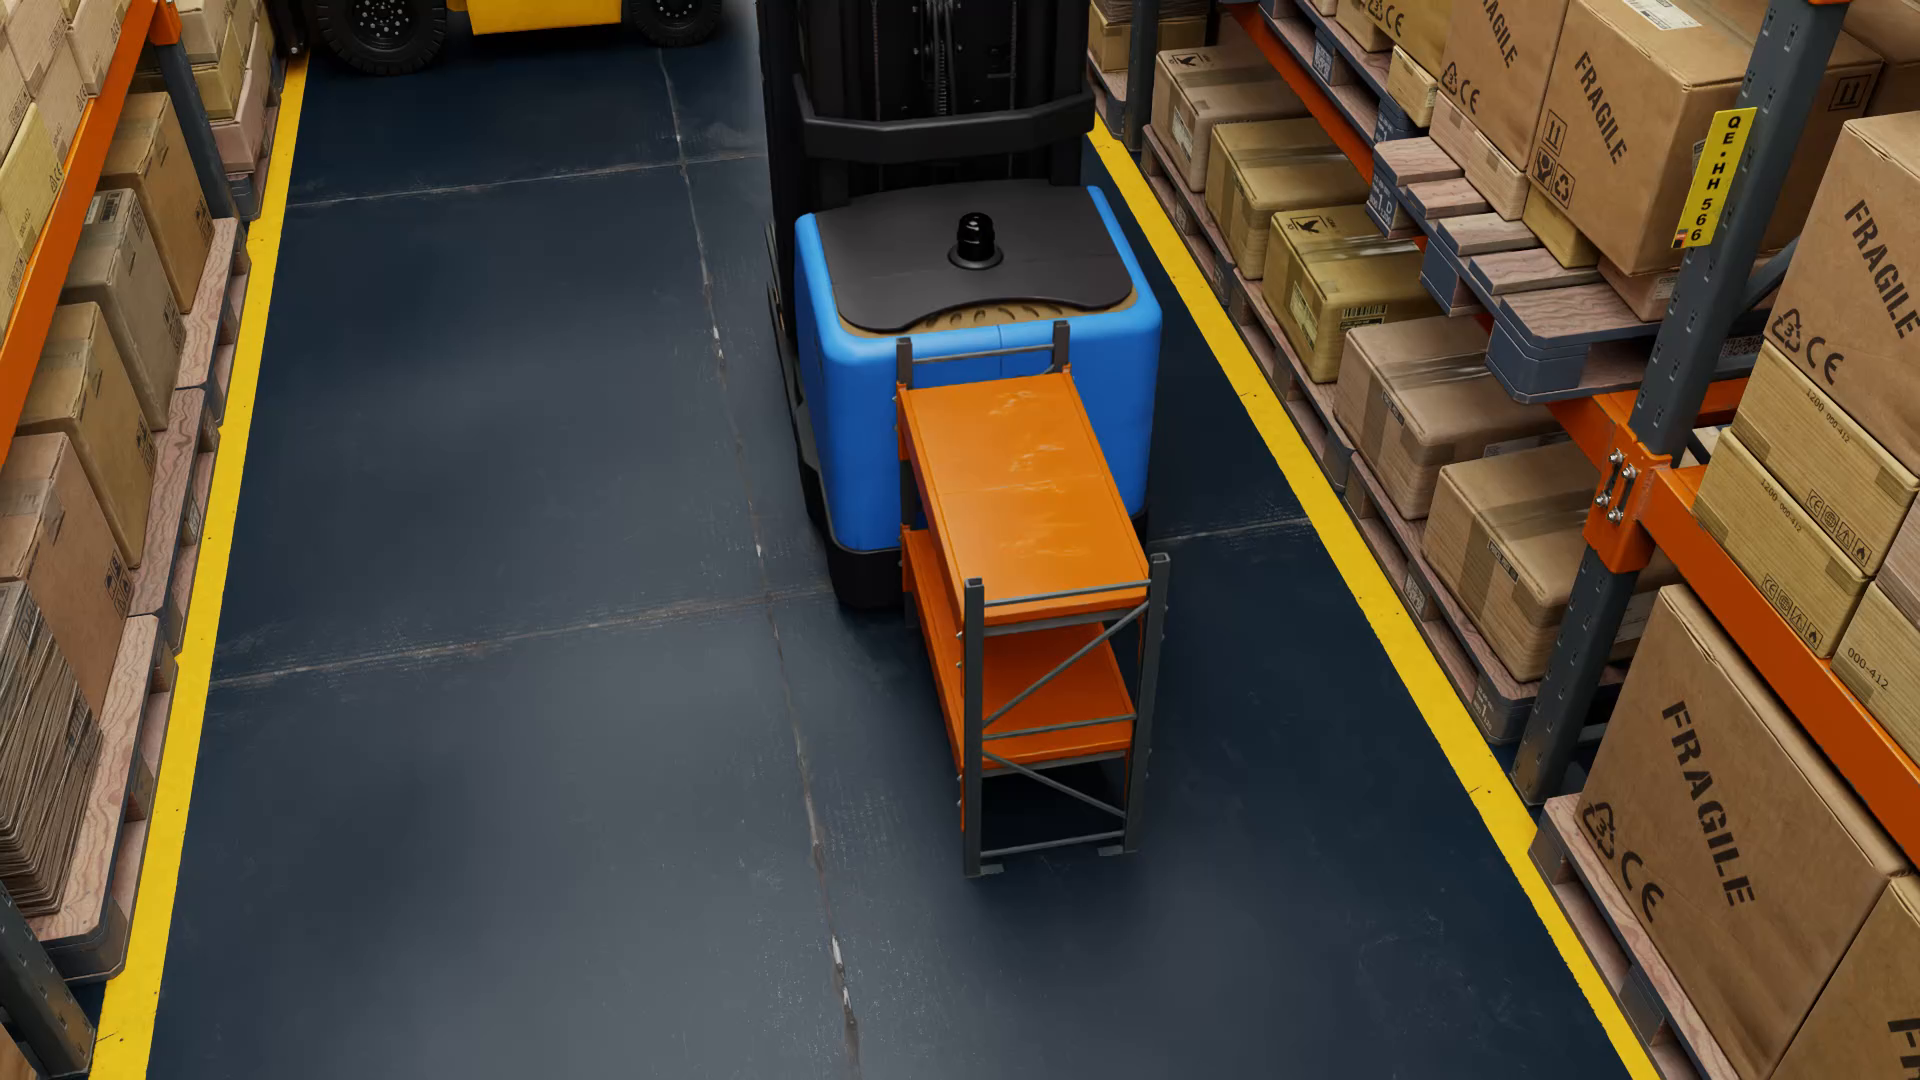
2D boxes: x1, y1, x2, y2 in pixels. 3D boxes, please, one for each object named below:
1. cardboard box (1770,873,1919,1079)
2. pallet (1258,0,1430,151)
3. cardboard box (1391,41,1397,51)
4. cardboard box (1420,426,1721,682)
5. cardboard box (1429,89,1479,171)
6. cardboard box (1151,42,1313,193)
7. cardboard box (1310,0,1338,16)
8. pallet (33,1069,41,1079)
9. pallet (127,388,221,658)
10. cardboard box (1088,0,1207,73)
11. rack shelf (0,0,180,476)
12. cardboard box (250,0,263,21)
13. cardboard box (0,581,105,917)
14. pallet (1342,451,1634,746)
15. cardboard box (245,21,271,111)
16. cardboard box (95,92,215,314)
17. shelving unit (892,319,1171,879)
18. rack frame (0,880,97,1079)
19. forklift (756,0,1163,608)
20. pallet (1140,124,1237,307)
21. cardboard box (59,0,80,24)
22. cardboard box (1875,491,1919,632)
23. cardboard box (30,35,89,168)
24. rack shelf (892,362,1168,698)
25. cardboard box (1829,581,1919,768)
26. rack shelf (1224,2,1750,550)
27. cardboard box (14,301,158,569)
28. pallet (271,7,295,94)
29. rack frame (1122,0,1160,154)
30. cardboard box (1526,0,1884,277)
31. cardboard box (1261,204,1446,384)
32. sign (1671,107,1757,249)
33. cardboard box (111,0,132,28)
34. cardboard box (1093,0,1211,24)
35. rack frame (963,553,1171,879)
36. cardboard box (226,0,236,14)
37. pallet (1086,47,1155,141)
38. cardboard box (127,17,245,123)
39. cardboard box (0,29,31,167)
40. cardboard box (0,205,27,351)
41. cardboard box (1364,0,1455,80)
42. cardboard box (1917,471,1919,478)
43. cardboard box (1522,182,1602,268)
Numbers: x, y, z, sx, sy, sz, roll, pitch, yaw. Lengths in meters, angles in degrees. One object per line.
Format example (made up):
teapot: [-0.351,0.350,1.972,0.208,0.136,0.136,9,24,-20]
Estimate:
cardboard box: [2.391,1.229,3.390,0.875,0.875,0.875,-8,42,-9]
pallet: [1.667,-1.653,5.497,1.003,0.211,1.213,-8,42,-9]
cardboard box: [1.556,-1.531,5.088,0.380,0.149,0.250,-8,42,-9]
cardboard box: [2.022,0.011,5.141,0.950,0.372,0.625,-11,43,-12]
cardboard box: [1.561,-1.174,4.685,0.380,0.149,0.250,-10,43,-11]
cardboard box: [1.387,-1.875,7.265,0.950,0.372,0.625,-8,42,-9]
cardboard box: [1.336,-1.851,5.448,0.380,0.149,0.250,-7,42,-8]
pallet: [-2.587,1.799,3.565,1.003,0.211,1.213,-8,42,-9]
pallet: [-3.111,-0.019,5.612,1.003,0.211,1.213,-8,42,-9]
cardboard box: [0.881,-2.513,8.077,0.500,0.250,0.500,-7,42,-7]
rack shelf: [-3.143,-0.761,4.889,1.077,0.370,4.000,-8,42,-9]
cardboard box: [-3.586,-2.653,7.858,0.500,0.250,0.500,-9,42,-10]
cardboard box: [-2.833,0.591,4.297,0.875,0.625,0.625,-7,42,-8]
pallet: [1.967,0.089,5.491,1.003,0.211,1.213,-8,42,-9]
cardboard box: [-3.481,-2.143,7.659,0.500,0.250,0.500,-9,42,-10]
cardboard box: [-3.451,-1.259,6.381,0.875,0.625,0.625,-7,42,-7]
shelving unit: [0.162,0.160,4.722,0.538,1.125,1.048,-7,42,-8]
rack frame: [-2.712,0.267,3.190,1.000,3.000,0.127,-8,42,-9]
forklift: [-0.163,-1.862,5.640,1.130,2.935,3.031,-7,42,-8]
pallet: [1.440,-1.493,7.272,1.003,0.211,1.213,-8,42,-9]
cardboard box: [-3.101,-1.843,5.303,0.500,0.250,0.500,-9,42,-10]
cardboard box: [2.113,0.121,3.090,0.500,0.250,0.500,-7,42,-8]
cardboard box: [-3.020,-1.330,5.101,0.500,0.250,0.500,-8,42,-9]
rack shelf: [0.162,-0.058,4.528,0.538,0.278,1.000,-7,42,-8]
cardboard box: [2.122,0.293,3.274,0.500,0.250,0.500,-9,42,-11]
rack shelf: [1.703,-1.474,5.693,1.077,0.370,4.000,-8,42,-9]
cardboard box: [-3.127,-0.267,5.264,0.875,0.625,0.625,-10,43,-11]
pallet: [-3.973,-2.597,8.517,1.003,0.211,1.213,-8,42,-9]
rack frame: [1.271,-3.040,6.915,1.000,3.000,0.127,-8,42,-9]
cardboard box: [1.765,-1.008,4.010,0.500,0.500,0.500,-9,42,-11]
cardboard box: [1.697,-0.959,6.233,0.950,0.372,0.625,-7,42,-8]
sign: [1.606,-0.767,3.541,0.100,0.325,0.005,-8,42,-9]
cardboard box: [-3.211,-1.981,5.835,0.500,0.250,0.500,-7,42,-8]
cardboard box: [0.881,-2.794,7.828,0.500,0.500,0.500,-9,42,-10]
rack frame: [0.258,0.492,4.349,0.500,1.125,0.032,-7,42,-8]
cardboard box: [-3.473,-2.520,7.331,0.500,0.250,0.500,-8,42,-9]
pallet: [1.091,-2.427,8.325,1.003,0.211,1.213,-8,42,-9]
cardboard box: [-3.378,-2.000,7.122,0.500,0.250,0.500,-9,42,-9]
cardboard box: [-2.906,-1.181,4.557,0.500,0.250,0.500,-8,42,-9]
cardboard box: [-2.790,-0.660,4.346,0.500,0.250,0.500,-10,42,-11]
cardboard box: [1.532,-1.668,4.754,0.500,0.500,0.500,-11,43,-12]
cardboard box: [2.118,-0.183,2.869,0.500,0.500,0.500,-8,42,-9]
cardboard box: [1.705,-0.852,4.324,0.380,0.149,0.250,-8,42,-9]
